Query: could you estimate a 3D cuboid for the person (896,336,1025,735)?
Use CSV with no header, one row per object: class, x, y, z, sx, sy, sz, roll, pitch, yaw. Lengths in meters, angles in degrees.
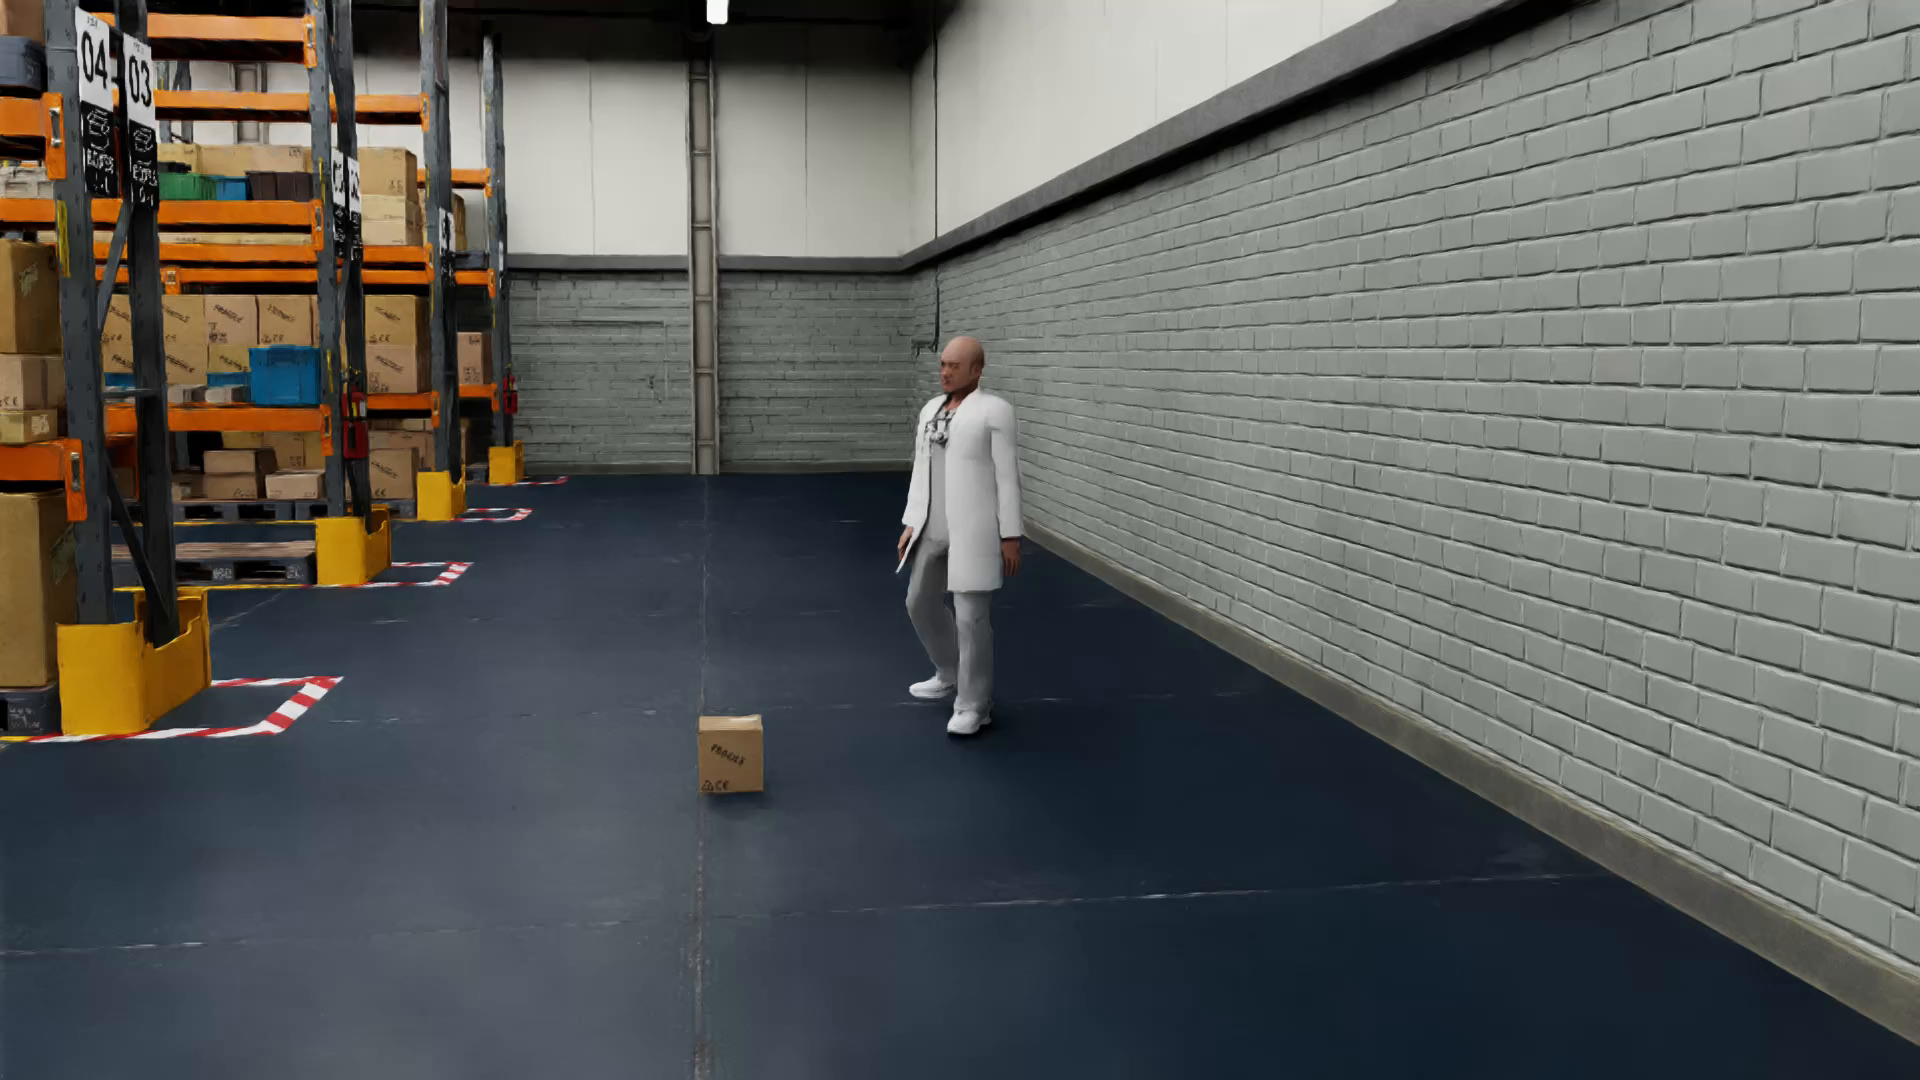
person,-0.013,-0.038,7.590,0.550,1.771,0.788,-6,9,-44
